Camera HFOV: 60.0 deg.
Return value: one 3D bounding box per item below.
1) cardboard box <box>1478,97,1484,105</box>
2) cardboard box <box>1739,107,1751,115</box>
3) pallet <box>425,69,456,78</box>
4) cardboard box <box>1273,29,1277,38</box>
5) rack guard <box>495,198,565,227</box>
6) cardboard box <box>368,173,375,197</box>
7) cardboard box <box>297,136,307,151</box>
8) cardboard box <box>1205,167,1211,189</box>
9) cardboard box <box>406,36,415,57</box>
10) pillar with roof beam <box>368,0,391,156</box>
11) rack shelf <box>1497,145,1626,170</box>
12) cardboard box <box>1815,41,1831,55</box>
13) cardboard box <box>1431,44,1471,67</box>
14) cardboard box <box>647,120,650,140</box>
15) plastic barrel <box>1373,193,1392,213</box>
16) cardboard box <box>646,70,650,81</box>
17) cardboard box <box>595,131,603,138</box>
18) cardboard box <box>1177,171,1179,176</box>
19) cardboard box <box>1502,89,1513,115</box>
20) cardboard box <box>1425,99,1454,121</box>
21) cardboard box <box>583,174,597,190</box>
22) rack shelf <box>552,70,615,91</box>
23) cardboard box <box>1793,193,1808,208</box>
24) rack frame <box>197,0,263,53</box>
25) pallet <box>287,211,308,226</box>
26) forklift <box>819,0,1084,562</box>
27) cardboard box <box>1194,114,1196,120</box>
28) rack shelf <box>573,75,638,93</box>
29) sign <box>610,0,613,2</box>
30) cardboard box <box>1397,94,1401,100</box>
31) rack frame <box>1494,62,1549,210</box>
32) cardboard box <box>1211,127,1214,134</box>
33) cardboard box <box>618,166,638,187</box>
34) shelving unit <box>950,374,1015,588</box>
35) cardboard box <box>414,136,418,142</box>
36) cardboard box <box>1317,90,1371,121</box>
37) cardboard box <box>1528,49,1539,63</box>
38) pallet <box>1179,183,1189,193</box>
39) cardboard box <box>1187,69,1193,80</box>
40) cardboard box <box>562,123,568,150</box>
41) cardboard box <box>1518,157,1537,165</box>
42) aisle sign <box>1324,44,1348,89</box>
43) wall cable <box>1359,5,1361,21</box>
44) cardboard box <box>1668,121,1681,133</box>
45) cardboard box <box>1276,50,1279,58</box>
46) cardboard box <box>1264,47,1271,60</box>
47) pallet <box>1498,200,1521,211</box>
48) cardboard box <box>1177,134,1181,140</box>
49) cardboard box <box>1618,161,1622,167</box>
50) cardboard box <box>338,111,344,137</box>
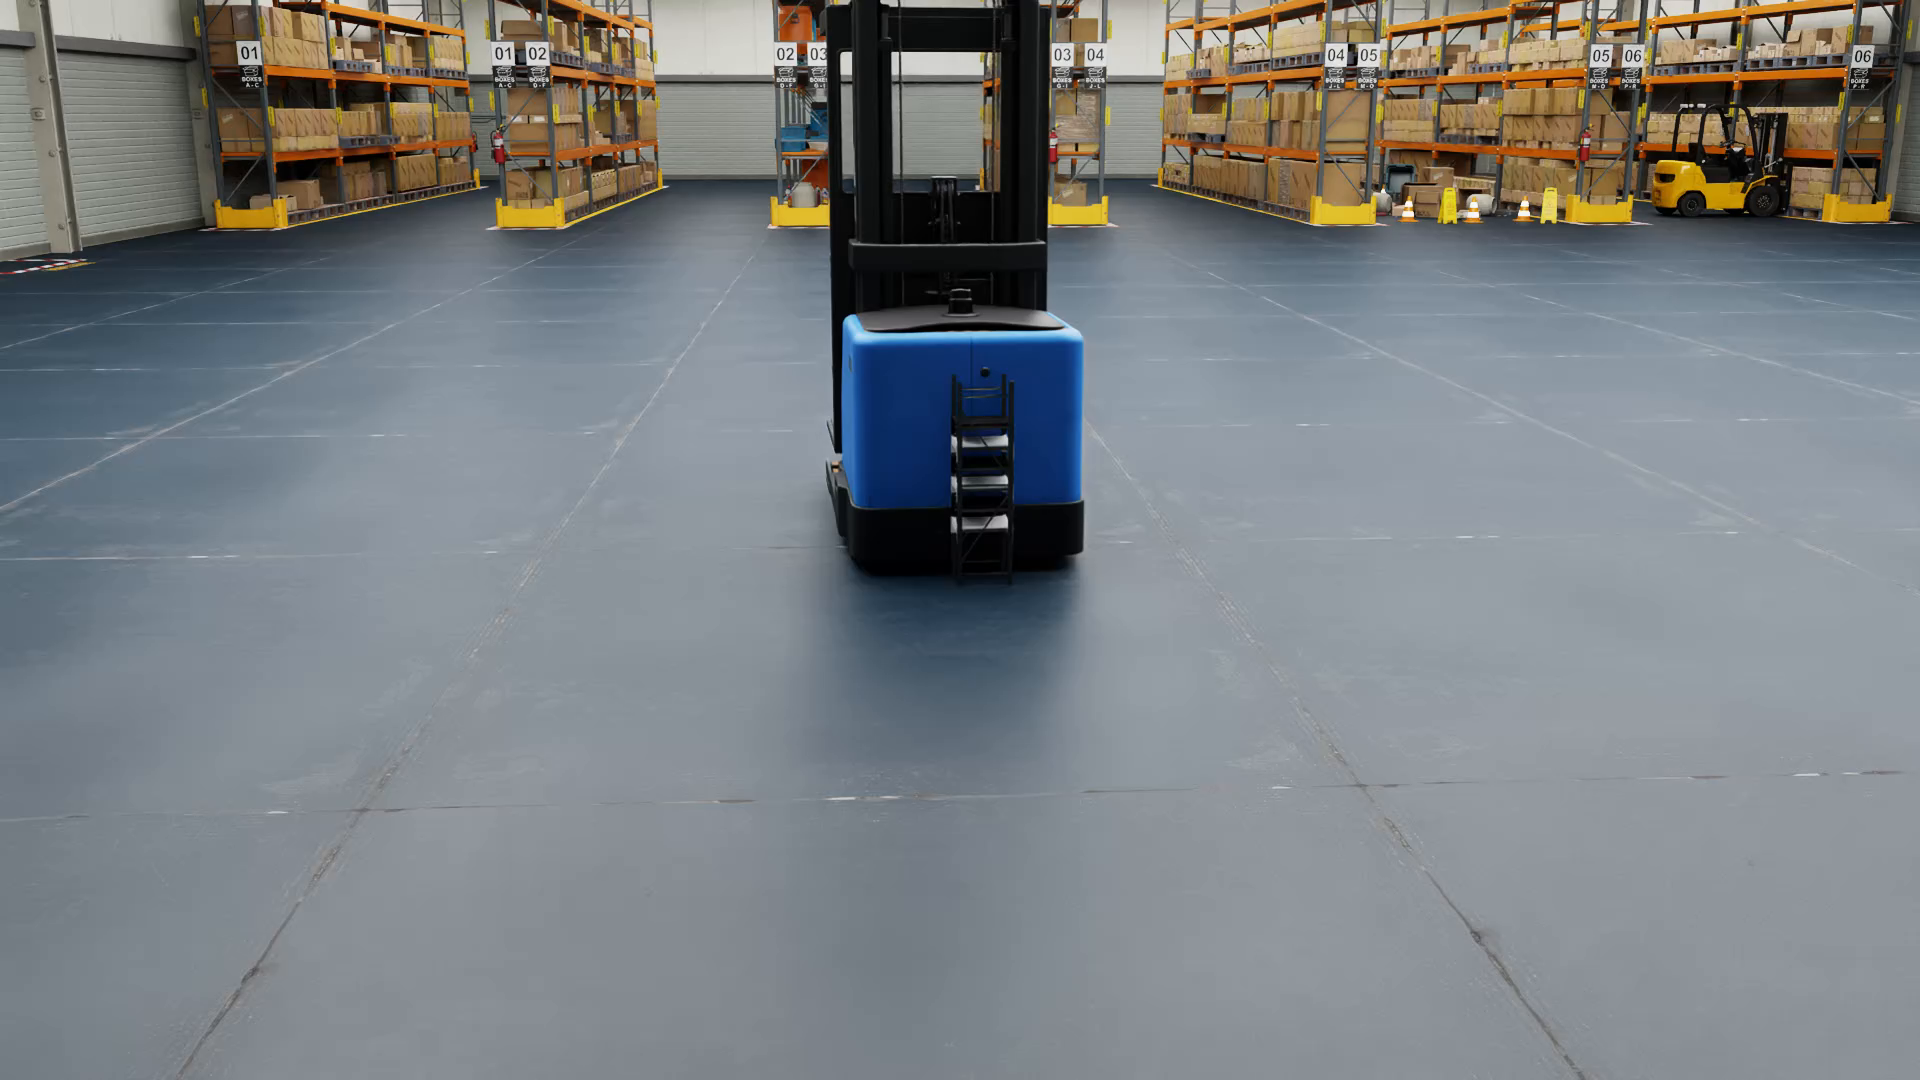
[{"bbox_3d":[11.430,-9.488,35.940,0.380,0.149,0.250,-2,15,-6],"label":"cardboard box"},{"bbox_3d":[16.457,-8.928,34.607,0.380,0.149,0.250,-1,14,-2],"label":"cardboard box"},{"bbox_3d":[-13.551,-11.951,42.613,1.003,0.211,1.213,-1,14,-3],"label":"pallet"},{"bbox_3d":[6.529,-10.199,33.488,0.380,0.149,0.250,-1,14,-3],"label":"cardboard box"},{"bbox_3d":[-7.749,-5.911,29.998,1.175,0.500,0.348,-1,14,-3],"label":"rack guard"},{"bbox_3d":[-13.178,-7.734,36.201,0.700,0.500,0.500,-1,14,-4],"label":"cardboard box"},{"bbox_3d":[-12.480,-7.369,30.910,0.500,0.250,0.500,-1,14,-4],"label":"cardboard box"},{"bbox_3d":[6.219,-8.734,40.125,0.500,0.500,0.500,-2,15,-6],"label":"cardboard box"},{"bbox_3d":[-13.714,-12.200,41.156,0.500,0.500,0.500,-1,14,-4],"label":"cardboard box"},{"bbox_3d":[-10.048,-13.167,41.144,9.100,9.000,0.400,-1,14,-3],"label":"pillar with roof beam"},{"bbox_3d":[11.904,-7.582,32.918,1.077,0.370,4.000,-1,14,-3],"label":"rack shelf"},{"bbox_3d":[16.611,-9.414,31.803,0.396,0.266,0.258,-1,14,-3],"label":"cardboard box"},{"bbox_3d":[11.358,-11.220,38.544,0.797,0.503,0.637,-2,15,-7],"label":"cardboard box"},{"bbox_3d":[-8.351,-10.670,43.275,0.500,0.500,0.500,-1,14,-4],"label":"cardboard box"},{"bbox_3d":[8.447,-6.820,33.683,0.512,0.421,0.421,10,18,35],"label":"plastic barrel"},{"bbox_3d":[-8.383,-12.115,43.373,0.500,0.250,0.500,-1,14,-3],"label":"cardboard box"},{"bbox_3d":[-8.268,-8.983,37.099,0.500,0.311,0.500,0,14,0],"label":"cardboard box"},{"bbox_3d":[6.019,-9.818,44.446,0.380,0.149,0.250,0,14,-1],"label":"cardboard box"},{"bbox_3d":[11.591,-8.992,34.149,0.700,0.500,0.500,-1,14,-4],"label":"cardboard box"},{"bbox_3d":[11.239,-10.080,38.975,0.500,0.500,0.500,-1,14,-5],"label":"cardboard box"},{"bbox_3d":[-7.776,-7.373,34.211,0.500,0.311,0.500,-1,14,-3],"label":"cardboard box"},{"bbox_3d":[-8.123,-9.724,35.225,1.077,0.370,4.000,-1,14,-3],"label":"rack shelf"},{"bbox_3d":[16.616,-6.618,32.403,0.500,0.250,0.500,-1,14,-3],"label":"cardboard box"},{"bbox_3d":[-12.695,-9.956,28.661,1.000,3.000,0.127,-1,14,-3],"label":"rack frame"},{"bbox_3d":[-12.715,-5.921,30.617,1.003,0.211,1.213,-1,14,-3],"label":"pallet"},{"bbox_3d":[-0.137,-1.640,8.520,1.130,2.935,3.031,-2,15,-7],"label":"forklift"},{"bbox_3d":[5.965,-10.385,40.838,0.380,0.149,0.250,-1,14,-4],"label":"cardboard box"},{"bbox_3d":[-8.370,-10.719,39.092,1.077,0.370,4.000,-1,14,-3],"label":"rack shelf"},{"bbox_3d":[-9.284,-14.495,44.269,0.100,0.325,0.005,-1,14,-3],"label":"sign"},{"bbox_3d":[11.492,-11.410,42.844,0.380,0.149,0.250,-1,14,-3],"label":"cardboard box"},{"bbox_3d":[11.780,-8.428,34.761,1.000,3.000,0.127,-1,14,-3],"label":"rack frame"},{"bbox_3d":[6.095,-9.580,38.902,0.380,0.149,0.250,-1,14,-4],"label":"cardboard box"},{"bbox_3d":[-8.155,-8.873,40.627,0.500,0.500,0.500,-1,14,-3],"label":"cardboard box"},{"bbox_3d":[0.095,-0.256,7.215,0.258,0.900,0.210,-2,15,-7],"label":"shelving unit"},{"bbox_3d":[-13.100,-9.527,39.496,0.380,0.149,0.250,-1,14,-5],"label":"cardboard box"},{"bbox_3d":[7.109,-8.020,30.708,0.875,0.550,0.550,-1,14,-3],"label":"cardboard box"},{"bbox_3d":[11.593,-9.585,32.945,0.500,0.250,0.500,-1,14,-3],"label":"cardboard box"},{"bbox_3d":[6.273,-9.132,43.094,1.003,0.211,1.213,-1,14,-3],"label":"pallet"},{"bbox_3d":[6.050,-11.814,42.203,0.500,0.250,0.500,-1,14,-2],"label":"cardboard box"},{"bbox_3d":[-7.866,-7.678,31.645,0.700,0.500,0.500,0,14,-2],"label":"cardboard box"},{"bbox_3d":[11.528,-7.666,33.670,0.380,0.149,0.250,0,14,-1],"label":"cardboard box"},{"bbox_3d":[6.798,-8.568,30.090,0.394,0.787,0.004,-1,14,-3],"label":"aisle sign"},{"bbox_3d":[11.154,-15.739,51.137,2.355,3.000,0.029,-1,14,-3],"label":"wall cable"},{"bbox_3d":[16.314,-9.300,37.451,0.500,0.250,0.500,-1,14,-5],"label":"cardboard box"},{"bbox_3d":[6.547,-9.749,33.337,0.380,0.149,0.250,-1,14,-3],"label":"cardboard box"},{"bbox_3d":[6.642,-10.131,34.620,0.500,0.250,0.500,-1,14,-3],"label":"cardboard box"},{"bbox_3d":[11.857,-6.911,34.462,1.003,0.211,1.213,-1,14,-3],"label":"pallet"},{"bbox_3d":[5.930,-10.649,43.900,0.380,0.149,0.250,-1,14,-2],"label":"cardboard box"},{"bbox_3d":[16.211,-9.126,40.347,0.380,0.149,0.250,0,14,-2],"label":"cardboard box"},{"bbox_3d":[-12.940,-8.434,33.702,0.700,0.500,0.500,-1,14,-3],"label":"cardboard box"}]
